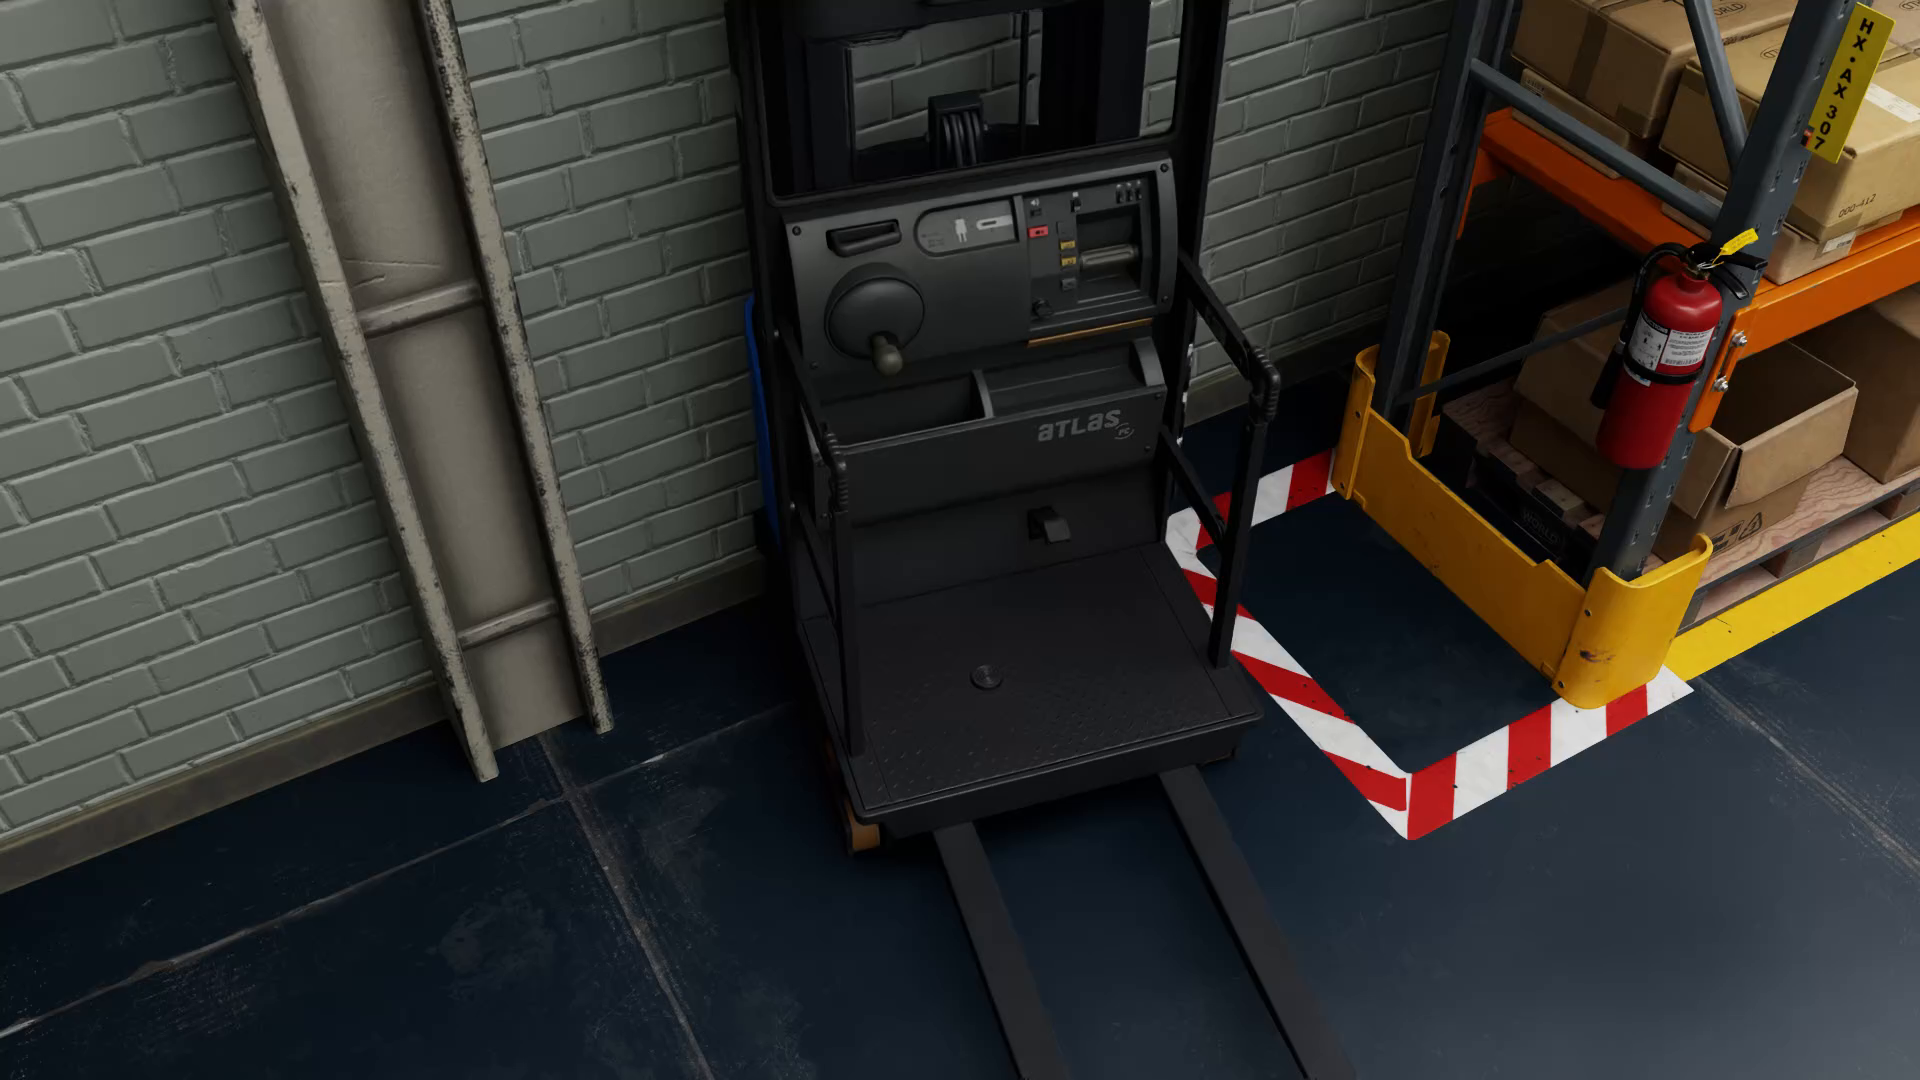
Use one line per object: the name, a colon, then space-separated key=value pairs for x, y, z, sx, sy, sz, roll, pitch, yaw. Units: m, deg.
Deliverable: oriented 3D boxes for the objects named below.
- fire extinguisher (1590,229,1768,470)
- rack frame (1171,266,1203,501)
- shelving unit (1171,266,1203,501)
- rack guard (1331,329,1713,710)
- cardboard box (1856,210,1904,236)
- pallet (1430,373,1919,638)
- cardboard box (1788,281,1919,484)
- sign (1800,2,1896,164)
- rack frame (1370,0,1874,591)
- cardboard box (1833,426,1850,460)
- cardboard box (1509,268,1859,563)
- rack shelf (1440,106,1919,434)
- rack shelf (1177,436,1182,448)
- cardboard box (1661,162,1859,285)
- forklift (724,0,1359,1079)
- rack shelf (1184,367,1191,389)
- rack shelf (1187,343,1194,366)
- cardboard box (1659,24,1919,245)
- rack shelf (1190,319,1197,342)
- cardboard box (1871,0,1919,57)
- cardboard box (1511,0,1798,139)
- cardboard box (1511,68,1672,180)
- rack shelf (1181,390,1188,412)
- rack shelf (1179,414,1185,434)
fire extinguisher: x=1.667 y=-0.470 z=3.903 sx=0.183 sy=0.674 sz=0.296 roll=-22 pitch=48 yaw=-21
rack frame: x=0.643 y=-0.524 z=5.144 sx=0.006 sy=0.900 sz=0.240 roll=-18 pitch=47 yaw=-17
shelving unit: x=0.551 y=-0.495 z=5.114 sx=0.210 sy=0.900 sz=0.258 roll=-18 pitch=47 yaw=-17
rack guard: x=1.630 y=-0.091 z=4.985 sx=0.348 sy=0.500 sz=1.175 roll=-22 pitch=48 yaw=-21
cardboard box: x=2.183 y=-0.936 z=4.241 sx=0.250 sy=0.149 sz=0.380 roll=-21 pitch=48 yaw=-20
pallet: x=2.321 y=-0.264 z=5.371 sx=1.213 sy=0.211 sz=1.003 roll=-22 pitch=48 yaw=-21
cardboard box: x=2.902 y=-0.643 z=5.252 sx=0.500 sy=0.500 sz=0.700 roll=-20 pitch=48 yaw=-19
sign: x=1.834 y=-0.944 z=3.448 sx=0.005 sy=0.325 sz=0.100 roll=-22 pitch=48 yaw=-21
rack frame: x=1.564 y=-0.961 z=4.087 sx=0.127 sy=3.000 sz=1.000 roll=-22 pitch=48 yaw=-21
cardboard box: x=2.529 y=-0.368 z=5.221 sx=0.250 sy=0.149 sz=0.380 roll=-24 pitch=49 yaw=-22
cardboard box: x=2.142 y=-0.371 z=4.970 sx=0.637 sy=0.503 sz=0.797 roll=-24 pitch=49 yaw=-22
rack shelf: x=3.298 y=-1.397 z=5.052 sx=4.000 sy=0.370 sz=1.077 roll=-22 pitch=48 yaw=-21
rack shelf: x=0.551 y=-0.342 z=5.263 sx=0.200 sy=0.077 sz=0.258 roll=-18 pitch=47 yaw=-17
cardboard box: x=1.986 y=-0.820 z=4.121 sx=0.250 sy=0.149 sz=0.380 roll=-22 pitch=48 yaw=-21
forklift: x=0.129 y=-0.547 z=3.709 sx=1.130 sy=2.935 sz=3.031 roll=-12 pitch=45 yaw=-12
rack shelf: x=0.551 y=-0.536 z=5.075 sx=0.200 sy=0.077 sz=0.258 roll=-18 pitch=47 yaw=-17
rack shelf: x=0.551 y=-0.600 z=5.012 sx=0.200 sy=0.077 sz=0.258 roll=-18 pitch=47 yaw=-17
cardboard box: x=2.092 y=-1.009 z=4.030 sx=0.500 sy=0.250 sz=0.500 roll=-22 pitch=48 yaw=-21
rack shelf: x=0.551 y=-0.665 z=4.949 sx=0.200 sy=0.077 sz=0.258 roll=-18 pitch=47 yaw=-17
cardboard box: x=2.529 y=-1.184 z=4.210 sx=0.500 sy=0.250 sz=0.500 roll=-21 pitch=48 yaw=-21
cardboard box: x=1.831 y=-1.334 z=4.365 sx=0.500 sy=0.250 sz=0.500 roll=-20 pitch=48 yaw=-20
cardboard box: x=1.718 y=-1.148 z=4.460 sx=0.250 sy=0.149 sz=0.380 roll=-22 pitch=48 yaw=-21
rack shelf: x=0.551 y=-0.471 z=5.137 sx=0.200 sy=0.077 sz=0.258 roll=-18 pitch=47 yaw=-17
rack shelf: x=0.551 y=-0.407 z=5.200 sx=0.200 sy=0.077 sz=0.258 roll=-18 pitch=47 yaw=-17
